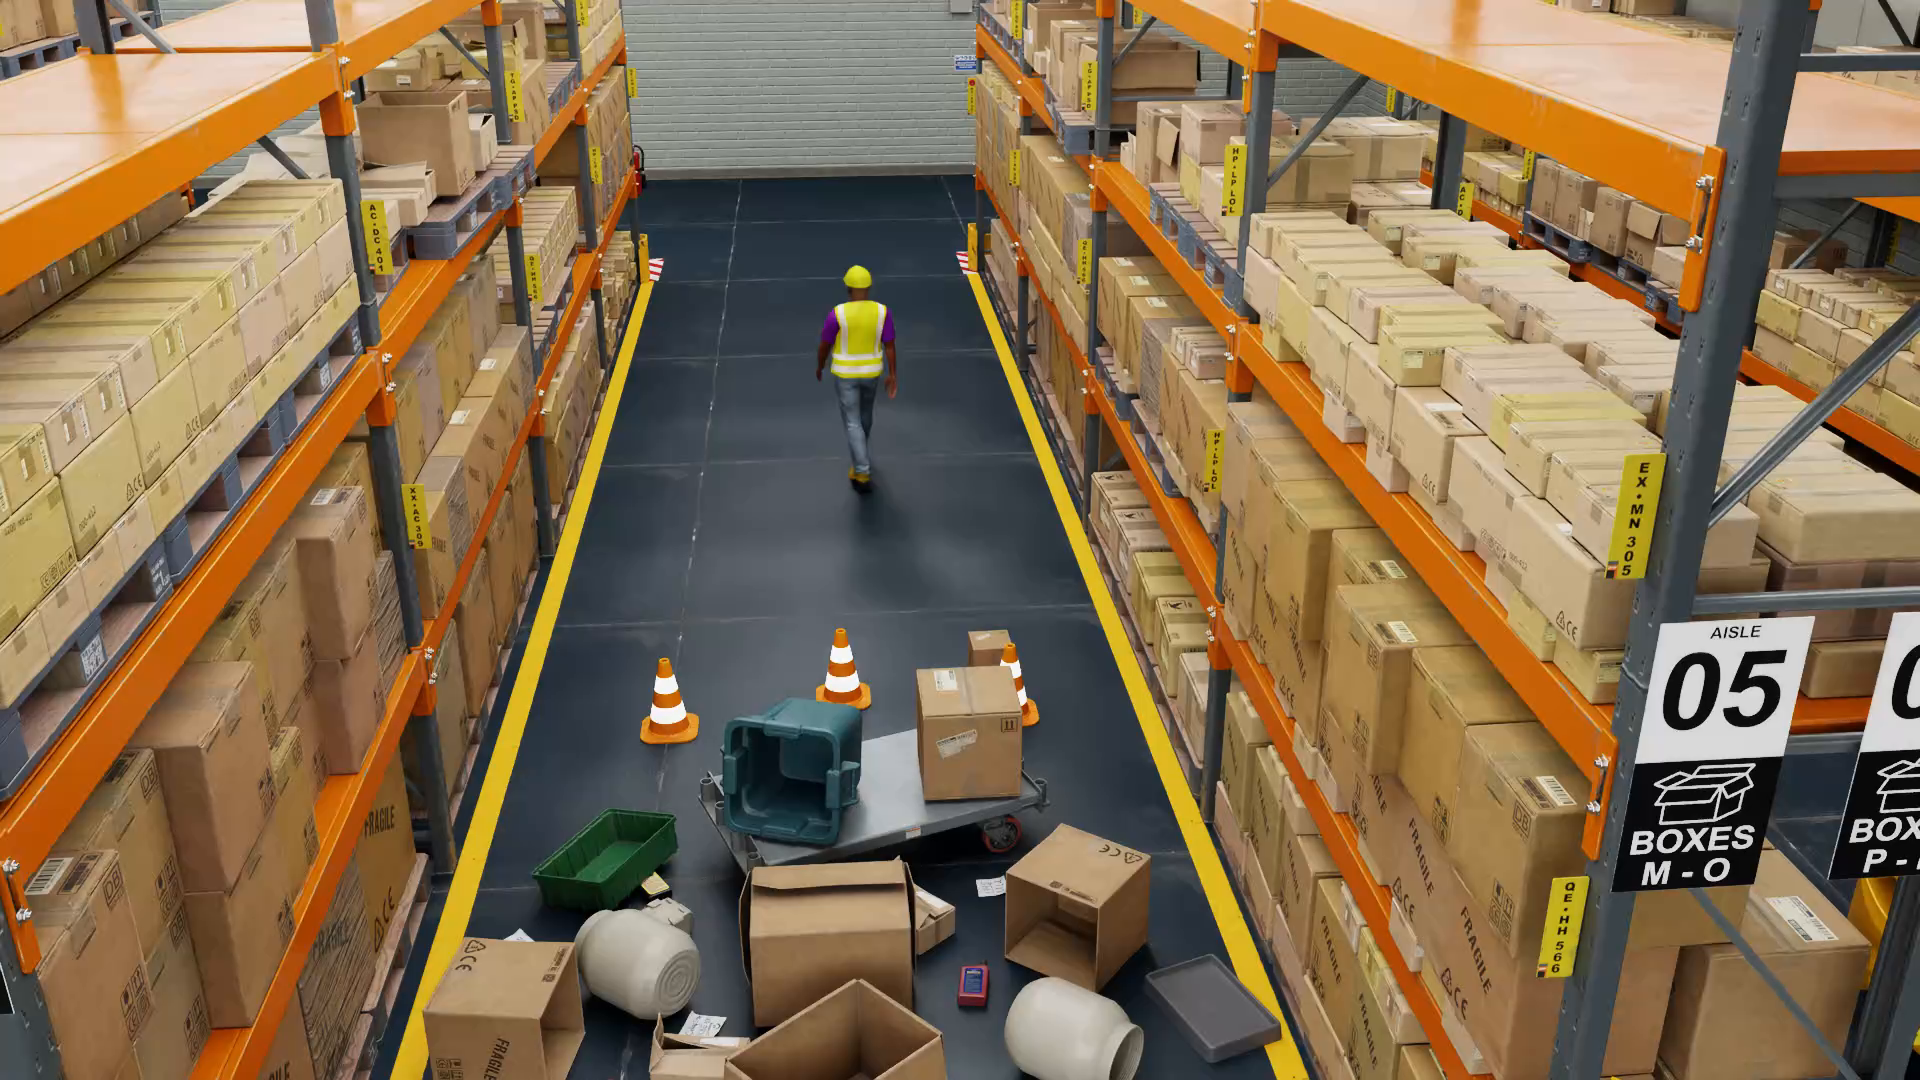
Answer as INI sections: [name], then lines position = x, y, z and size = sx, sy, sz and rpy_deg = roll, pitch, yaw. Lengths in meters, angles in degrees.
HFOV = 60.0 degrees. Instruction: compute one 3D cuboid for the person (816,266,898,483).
[person]
position = -0.849, -1.381, 13.473
size = 0.606, 1.724, 1.033
rpy_deg = -8, 25, -18
